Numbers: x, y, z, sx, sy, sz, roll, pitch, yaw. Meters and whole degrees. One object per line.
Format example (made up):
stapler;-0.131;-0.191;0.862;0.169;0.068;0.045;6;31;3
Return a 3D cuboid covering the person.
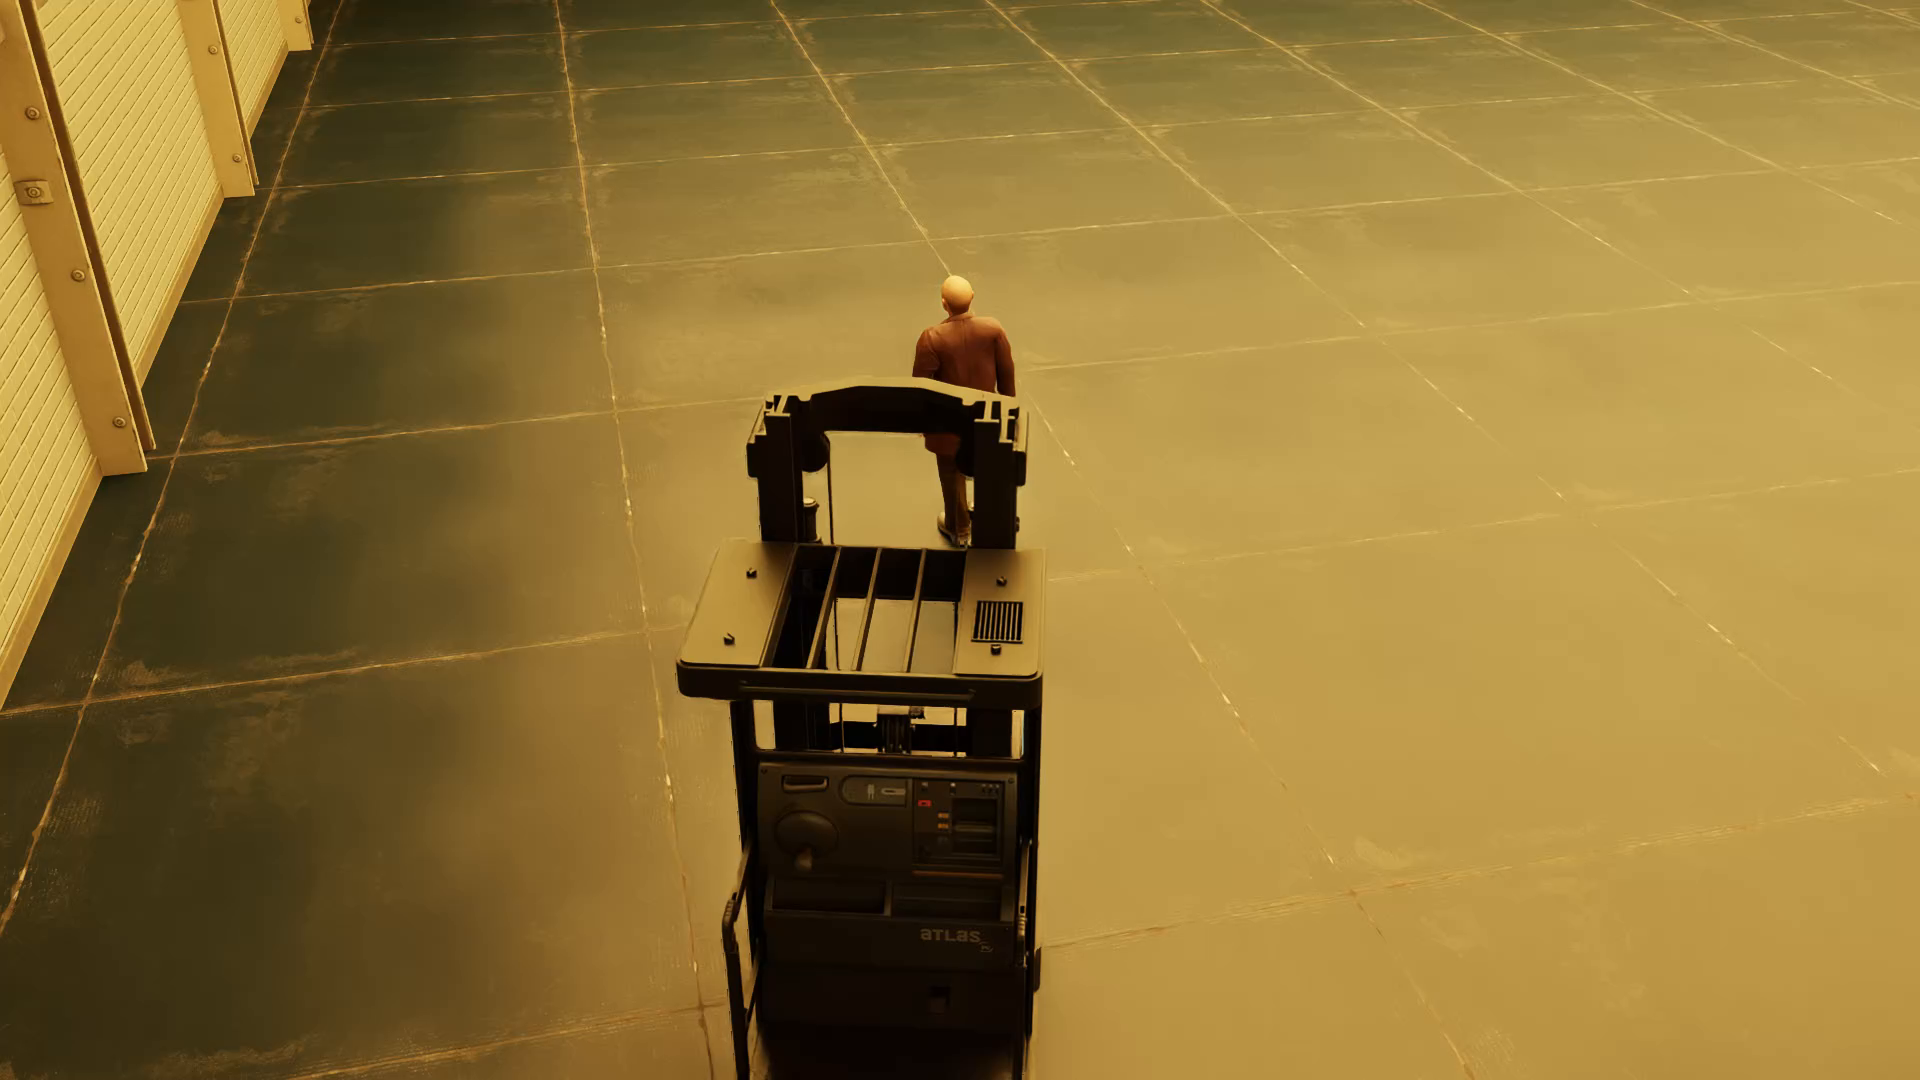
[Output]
person;-0.018;-0.821;10.129;0.698;1.778;0.579;-7;31;-12

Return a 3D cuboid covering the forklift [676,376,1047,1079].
forklift;-0.272;1.049;5.763;1.130;2.935;3.031;2;30;3
